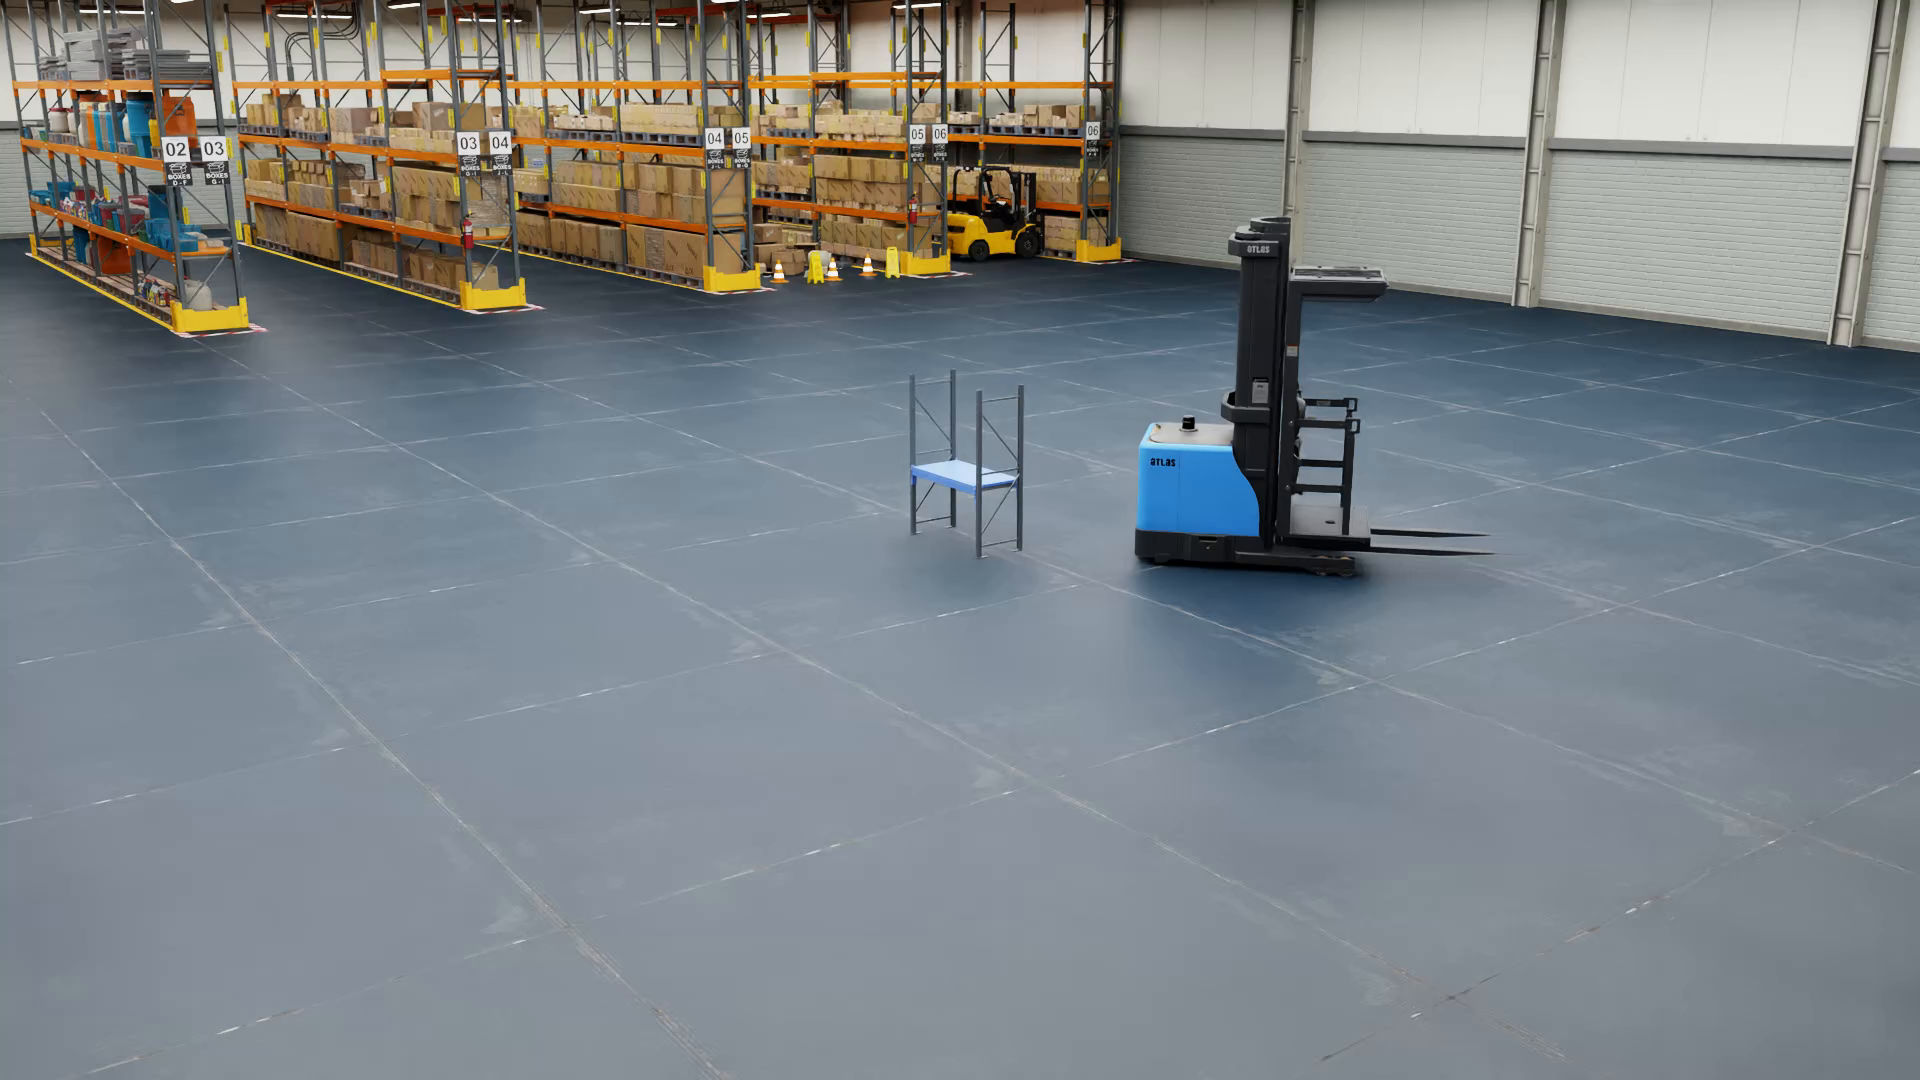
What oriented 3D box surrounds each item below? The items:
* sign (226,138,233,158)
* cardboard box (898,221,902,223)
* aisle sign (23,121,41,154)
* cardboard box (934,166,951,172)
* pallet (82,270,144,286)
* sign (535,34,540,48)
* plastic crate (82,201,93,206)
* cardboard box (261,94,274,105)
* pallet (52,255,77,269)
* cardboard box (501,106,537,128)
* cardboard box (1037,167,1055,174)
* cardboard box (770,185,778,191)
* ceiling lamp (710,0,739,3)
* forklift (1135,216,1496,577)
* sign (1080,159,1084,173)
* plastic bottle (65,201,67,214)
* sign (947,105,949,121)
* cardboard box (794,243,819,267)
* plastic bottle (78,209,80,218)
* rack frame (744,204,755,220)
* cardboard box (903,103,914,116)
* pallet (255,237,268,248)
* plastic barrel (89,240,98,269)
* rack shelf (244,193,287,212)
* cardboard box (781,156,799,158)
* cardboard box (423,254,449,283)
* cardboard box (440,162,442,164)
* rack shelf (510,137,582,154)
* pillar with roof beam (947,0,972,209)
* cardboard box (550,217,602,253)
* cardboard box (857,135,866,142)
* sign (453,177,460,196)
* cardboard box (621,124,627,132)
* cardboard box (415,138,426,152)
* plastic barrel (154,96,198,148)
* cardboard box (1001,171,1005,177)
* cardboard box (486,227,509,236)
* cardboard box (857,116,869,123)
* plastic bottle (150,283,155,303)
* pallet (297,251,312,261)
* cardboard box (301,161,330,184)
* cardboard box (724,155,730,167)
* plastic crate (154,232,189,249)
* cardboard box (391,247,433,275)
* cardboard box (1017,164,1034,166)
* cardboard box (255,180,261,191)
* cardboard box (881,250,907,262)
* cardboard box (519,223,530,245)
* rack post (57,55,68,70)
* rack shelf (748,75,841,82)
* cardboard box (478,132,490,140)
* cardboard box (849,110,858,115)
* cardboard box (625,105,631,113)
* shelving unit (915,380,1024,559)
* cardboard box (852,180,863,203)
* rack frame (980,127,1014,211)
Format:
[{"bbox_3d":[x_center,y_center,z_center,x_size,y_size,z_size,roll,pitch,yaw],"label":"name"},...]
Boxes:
[{"bbox_3d":[-12.294,-6.597,27.972,0.100,0.325,0.005,-11,19,-35],"label":"sign"},{"bbox_3d":[-1.832,-8.902,46.032,0.500,0.500,0.500,-10,18,-33],"label":"cardboard box"},{"bbox_3d":[-22.431,-9.701,40.088,0.394,0.787,0.004,-11,19,-35],"label":"aisle sign"},{"bbox_3d":[-0.462,-9.781,43.885,0.380,0.149,0.250,-11,19,-35],"label":"cardboard box"},{"bbox_3d":[-17.942,-5.587,35.262,1.003,0.211,1.213,-11,19,-35],"label":"pallet"},{"bbox_3d":[-9.800,-11.583,38.604,0.100,0.325,0.005,-11,19,-35],"label":"sign"},{"bbox_3d":[-19.955,-7.647,37.894,0.396,0.136,0.243,-11,19,-35],"label":"plastic crate"},{"bbox_3d":[-16.963,-10.921,41.194,0.500,0.250,0.500,-12,19,-36],"label":"cardboard box"},{"bbox_3d":[-20.260,-6.430,38.343,1.003,0.211,1.213,-11,19,-35],"label":"pallet"},{"bbox_3d":[-10.917,-10.490,41.221,0.797,0.503,0.637,-11,19,-35],"label":"cardboard box"},{"bbox_3d":[2.082,-8.945,40.268,0.380,0.149,0.250,-10,18,-33],"label":"cardboard box"},{"bbox_3d":[-4.471,-8.707,41.061,0.380,0.149,0.250,-10,18,-33],"label":"cardboard box"},{"bbox_3d":[-4.758,-13.564,36.704,0.800,3.185,2.000,-11,19,-35],"label":"ceiling lamp"},{"bbox_3d":[3.097,-1.254,14.278,3.031,2.935,1.130,3,16,11],"label":"forklift"},{"bbox_3d":[2.847,-8.731,38.827,0.100,0.325,0.005,-11,19,-35],"label":"sign"},{"bbox_3d":[-19.572,-7.297,36.471,0.097,0.271,0.097,0,15,0],"label":"plastic bottle"},{"bbox_3d":[-0.280,-9.321,36.286,0.100,0.325,0.005,-11,19,-35],"label":"sign"},{"bbox_3d":[-3.541,-6.578,38.332,0.500,0.500,0.500,1,15,4],"label":"cardboard box"},{"bbox_3d":[-18.617,-6.916,35.214,0.097,0.201,0.097,0,15,0],"label":"plastic bottle"},{"bbox_3d":[-5.420,-9.077,42.733,0.949,2.616,0.053,-11,19,-35],"label":"rack frame"},{"bbox_3d":[-1.181,-11.401,44.368,0.500,0.500,0.500,-11,19,-34],"label":"cardboard box"},{"bbox_3d":[-17.609,-7.743,43.141,1.003,0.211,1.213,-11,19,-35],"label":"pallet"},{"bbox_3d":[-18.410,-6.152,35.818,0.600,0.588,0.708,-11,19,-35],"label":"plastic barrel"},{"bbox_3d":[-16.966,-8.473,41.887,1.077,0.370,4.000,-11,19,-35],"label":"rack shelf"},{"bbox_3d":[-4.232,-9.478,41.421,0.380,0.149,0.250,-12,19,-37],"label":"cardboard box"},{"bbox_3d":[-10.541,-5.468,33.488,0.500,0.500,0.500,-5,16,-17],"label":"cardboard box"},{"bbox_3d":[-14.022,-10.532,45.401,0.500,0.500,0.500,-11,19,-35],"label":"cardboard box"},{"bbox_3d":[-10.543,-9.814,41.104,1.077,0.370,4.000,-11,19,-35],"label":"rack shelf"},{"bbox_3d":[-3.396,-11.935,41.810,9.100,9.000,0.548,-11,19,-35],"label":"pillar with roof beam"},{"bbox_3d":[-9.082,-7.260,39.560,1.050,0.750,0.750,-11,19,-35],"label":"cardboard box"},{"bbox_3d":[-2.094,-9.048,37.420,0.380,0.149,0.250,-11,19,-35],"label":"cardboard box"},{"bbox_3d":[-9.195,-6.459,30.376,0.100,0.325,0.005,-11,19,-35],"label":"sign"},{"bbox_3d":[-7.076,-8.879,35.816,0.380,0.149,0.250,-11,19,-35],"label":"cardboard box"},{"bbox_3d":[-10.114,-7.592,31.907,0.500,0.250,0.500,-11,19,-35],"label":"cardboard box"},{"bbox_3d":[-13.130,-7.002,27.860,0.600,0.830,0.708,-11,19,-35],"label":"plastic barrel"},{"bbox_3d":[1.246,-9.140,41.543,0.380,0.149,0.250,-11,19,-35],"label":"cardboard box"},{"bbox_3d":[-8.709,-5.807,31.260,0.380,0.149,0.250,-11,19,-35],"label":"cardboard box"},{"bbox_3d":[-2.085,-9.427,37.295,0.380,0.149,0.250,-10,18,-33],"label":"cardboard box"},{"bbox_3d":[-14.593,-4.482,30.129,0.144,0.351,0.185,-11,19,-35],"label":"plastic bottle"},{"bbox_3d":[-15.276,-6.895,40.041,1.003,0.211,1.213,-11,19,-35],"label":"pallet"},{"bbox_3d":[-15.014,-8.641,39.050,0.797,0.503,0.637,-11,19,-34],"label":"cardboard box"},{"bbox_3d":[-5.938,-9.677,42.841,0.500,0.500,0.500,-11,19,-36],"label":"cardboard box"},{"bbox_3d":[-13.655,-5.190,28.811,0.499,0.251,0.408,-11,19,-35],"label":"plastic crate"},{"bbox_3d":[-11.430,-5.825,34.753,0.700,0.500,0.500,-13,20,-39],"label":"cardboard box"},{"bbox_3d":[-11.843,-8.048,34.695,30.682,1.361,4.467,-11,19,-35],"label":"cardboard box"},{"bbox_3d":[-17.475,-8.956,42.010,0.500,0.250,0.500,-12,19,-36],"label":"cardboard box"},{"bbox_3d":[-1.426,-6.381,37.294,0.500,0.250,0.500,-11,19,-35],"label":"cardboard box"},{"bbox_3d":[-10.592,-7.605,41.295,0.500,0.500,0.500,-12,19,-37],"label":"cardboard box"},{"bbox_3d":[-17.904,-9.775,34.062,0.954,0.300,0.937,-11,19,-35],"label":"rack post"},{"bbox_3d":[-4.937,-13.674,49.534,1.077,0.370,4.000,-11,19,-35],"label":"rack shelf"},{"bbox_3d":[-8.710,-7.492,30.787,0.380,0.149,0.250,-11,19,-35],"label":"cardboard box"},{"bbox_3d":[-2.988,-11.970,46.549,0.380,0.149,0.250,-11,19,-34],"label":"cardboard box"},{"bbox_3d":[-6.925,-9.209,35.512,0.380,0.149,0.250,-11,19,-35],"label":"cardboard box"},{"bbox_3d":[0.053,-0.704,14.982,0.500,1.500,1.039,-11,19,-35],"label":"shelving unit"},{"bbox_3d":[-2.125,-7.959,37.896,0.500,0.500,0.500,-11,19,-34],"label":"cardboard box"},{"bbox_3d":[0.942,-8.994,42.428,1.000,3.000,0.127,-11,19,-35],"label":"rack frame"}]
